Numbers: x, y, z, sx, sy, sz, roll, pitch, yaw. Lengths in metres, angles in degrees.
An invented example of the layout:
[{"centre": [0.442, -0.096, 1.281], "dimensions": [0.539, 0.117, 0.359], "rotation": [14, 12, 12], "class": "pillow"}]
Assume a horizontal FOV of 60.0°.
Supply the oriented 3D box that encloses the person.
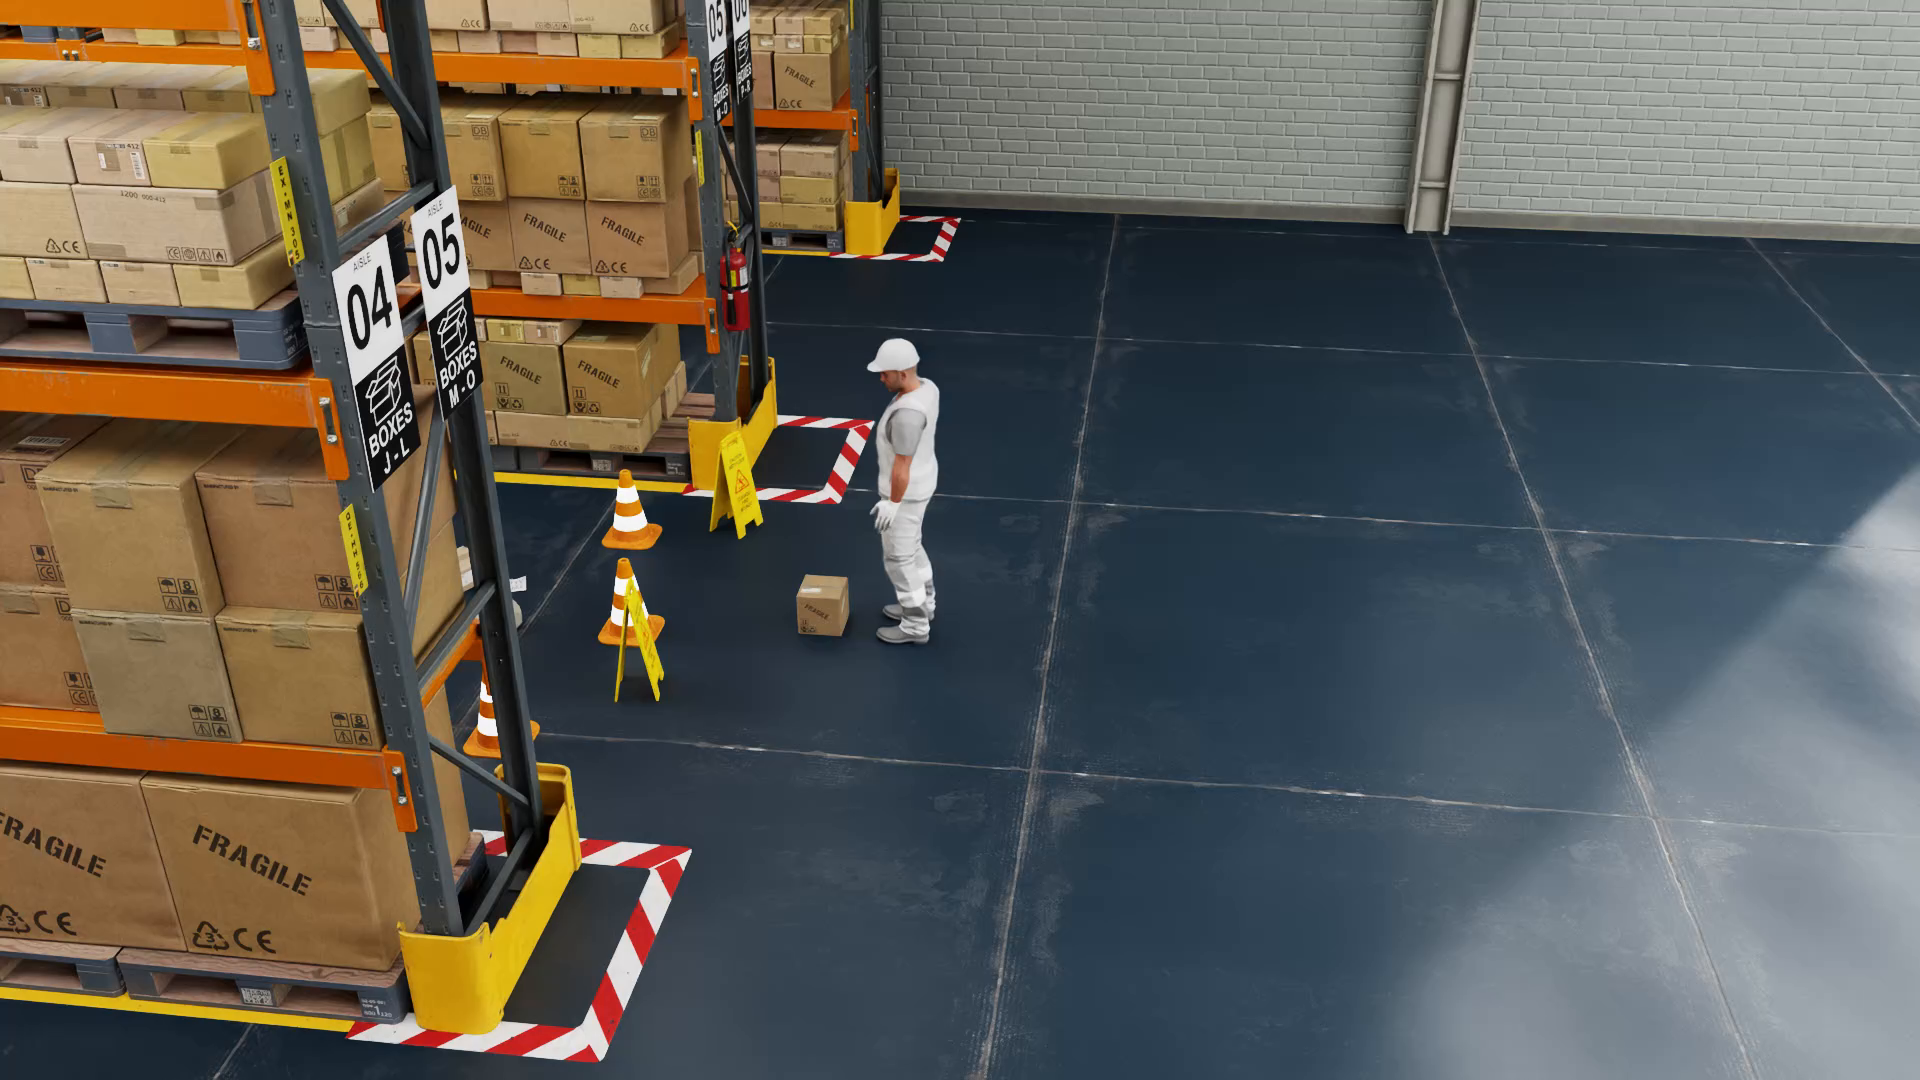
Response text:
[{"centre": [-0.305, -0.265, 9.105], "dimensions": [0.364, 1.774, 0.529], "rotation": [4, 28, 7], "class": "person"}]
